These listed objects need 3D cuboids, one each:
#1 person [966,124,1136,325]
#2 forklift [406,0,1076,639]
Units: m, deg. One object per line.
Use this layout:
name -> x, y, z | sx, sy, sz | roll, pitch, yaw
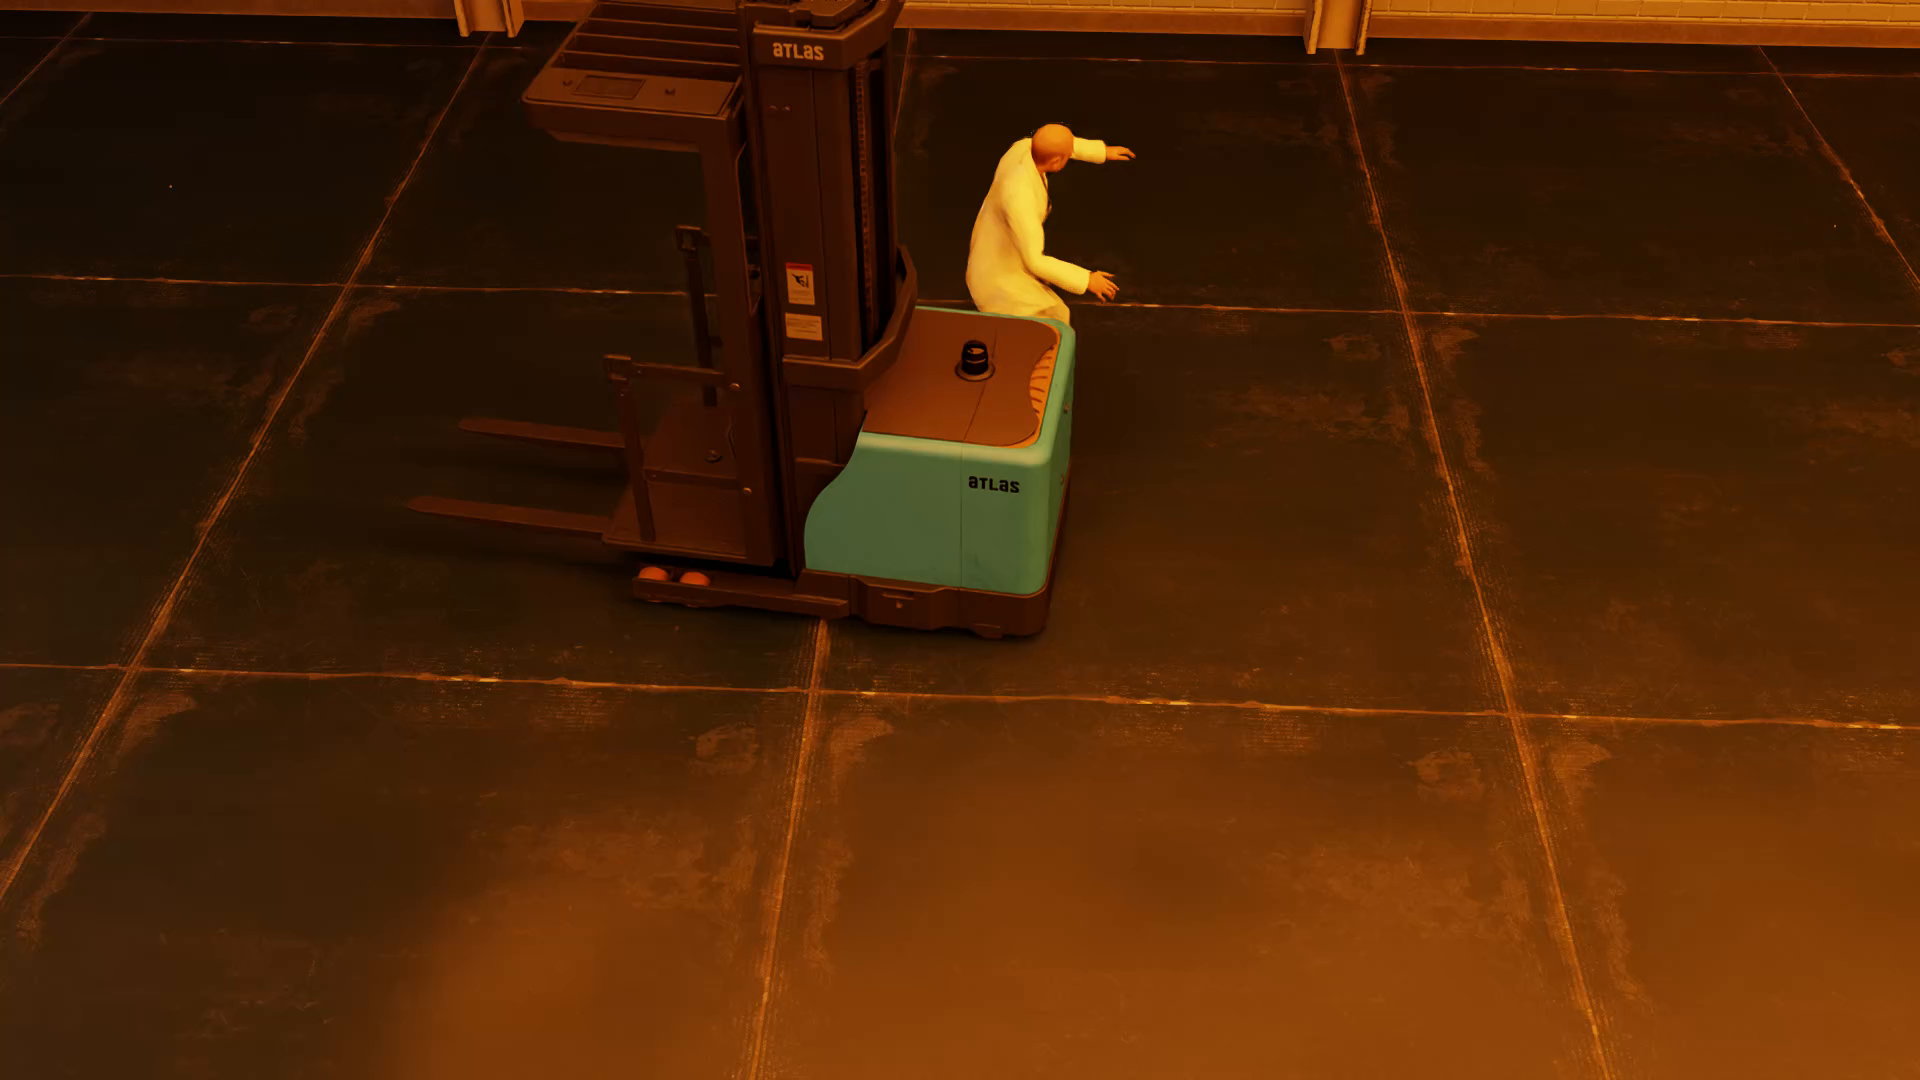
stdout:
person -> 0.456, -1.288, 8.191 | 0.860, 1.494, 1.489 | 1, 42, 1
forklift -> -1.037, -1.119, 6.968 | 3.031, 2.935, 1.130 | 7, 43, 7
